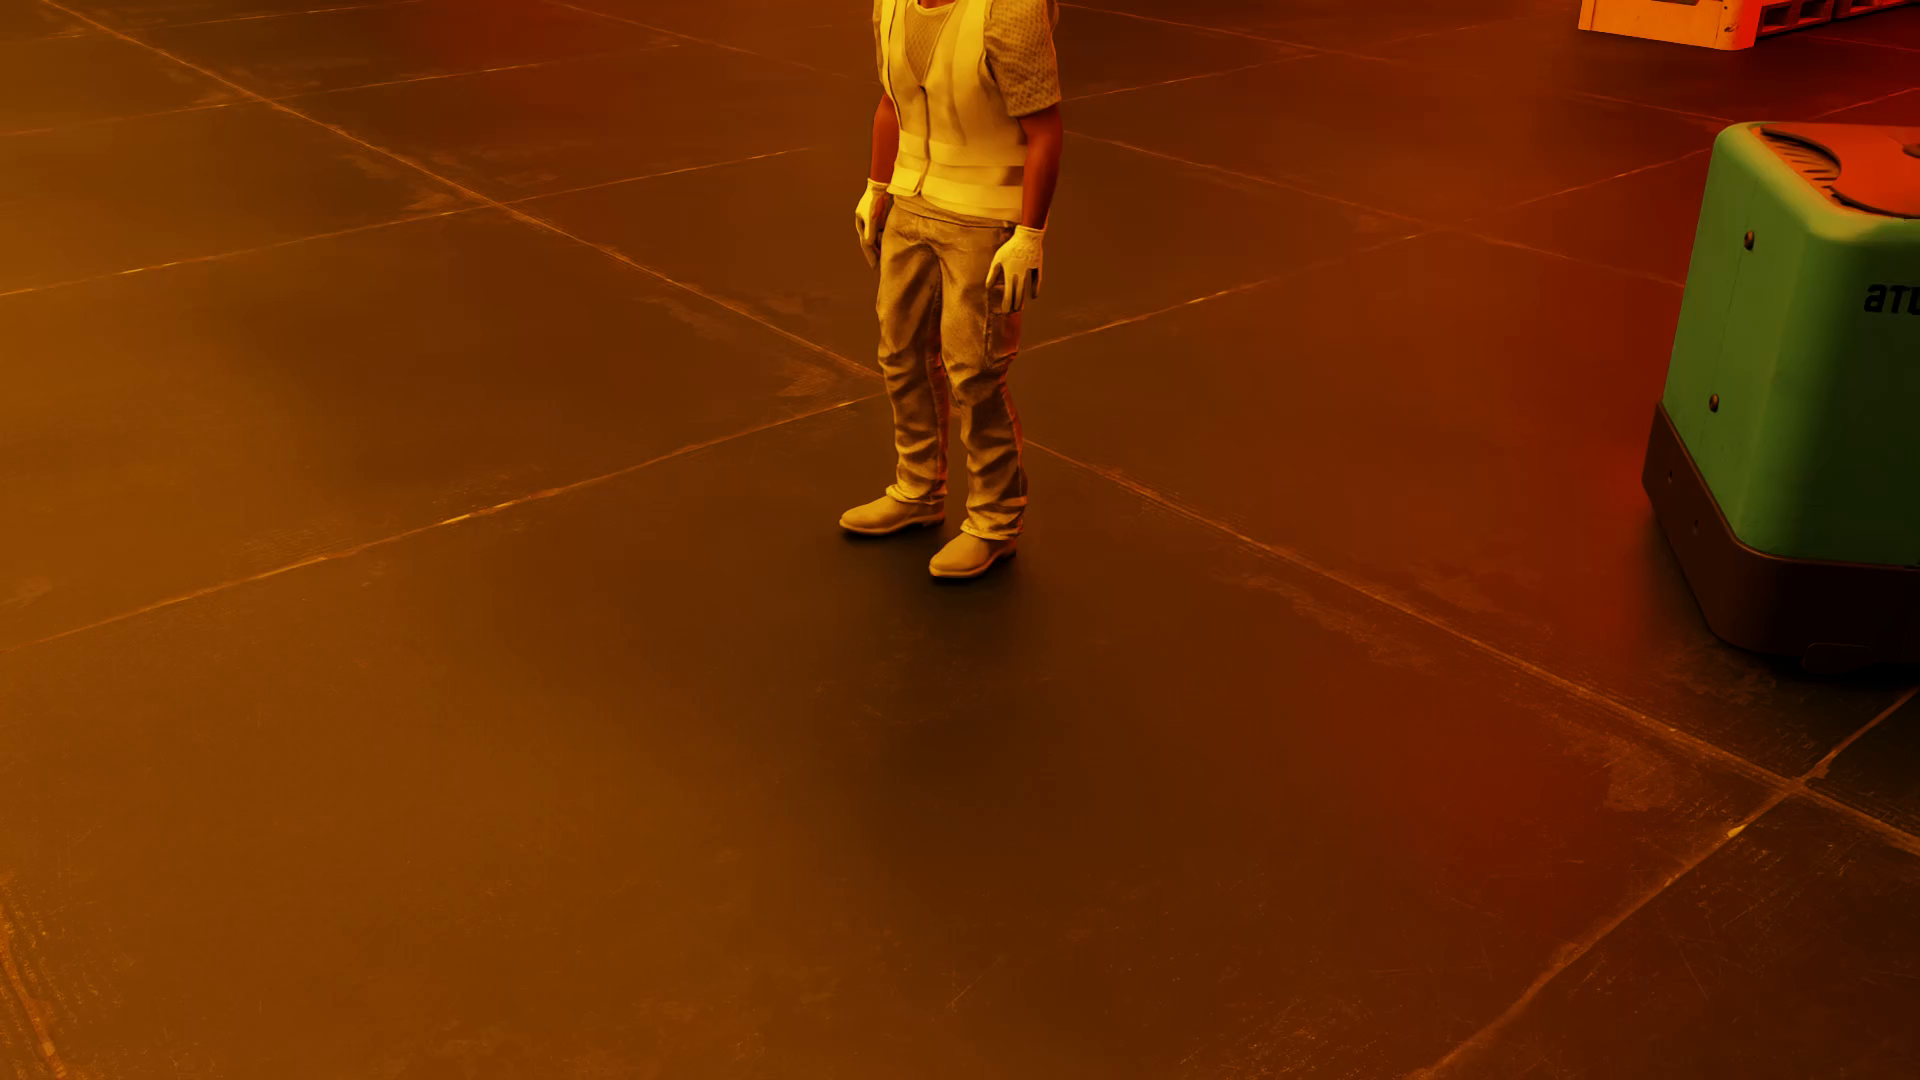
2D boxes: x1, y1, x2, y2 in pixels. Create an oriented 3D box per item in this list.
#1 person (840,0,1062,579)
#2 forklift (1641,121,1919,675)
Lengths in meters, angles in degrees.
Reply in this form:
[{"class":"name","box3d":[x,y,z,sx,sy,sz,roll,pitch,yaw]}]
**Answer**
[{"class":"person","box3d":[-0.025,-0.780,4.082,0.449,1.773,0.616,-22,34,-37]},{"class":"forklift","box3d":[3.332,-1.110,3.441,3.031,2.935,1.130,4,27,9]}]
